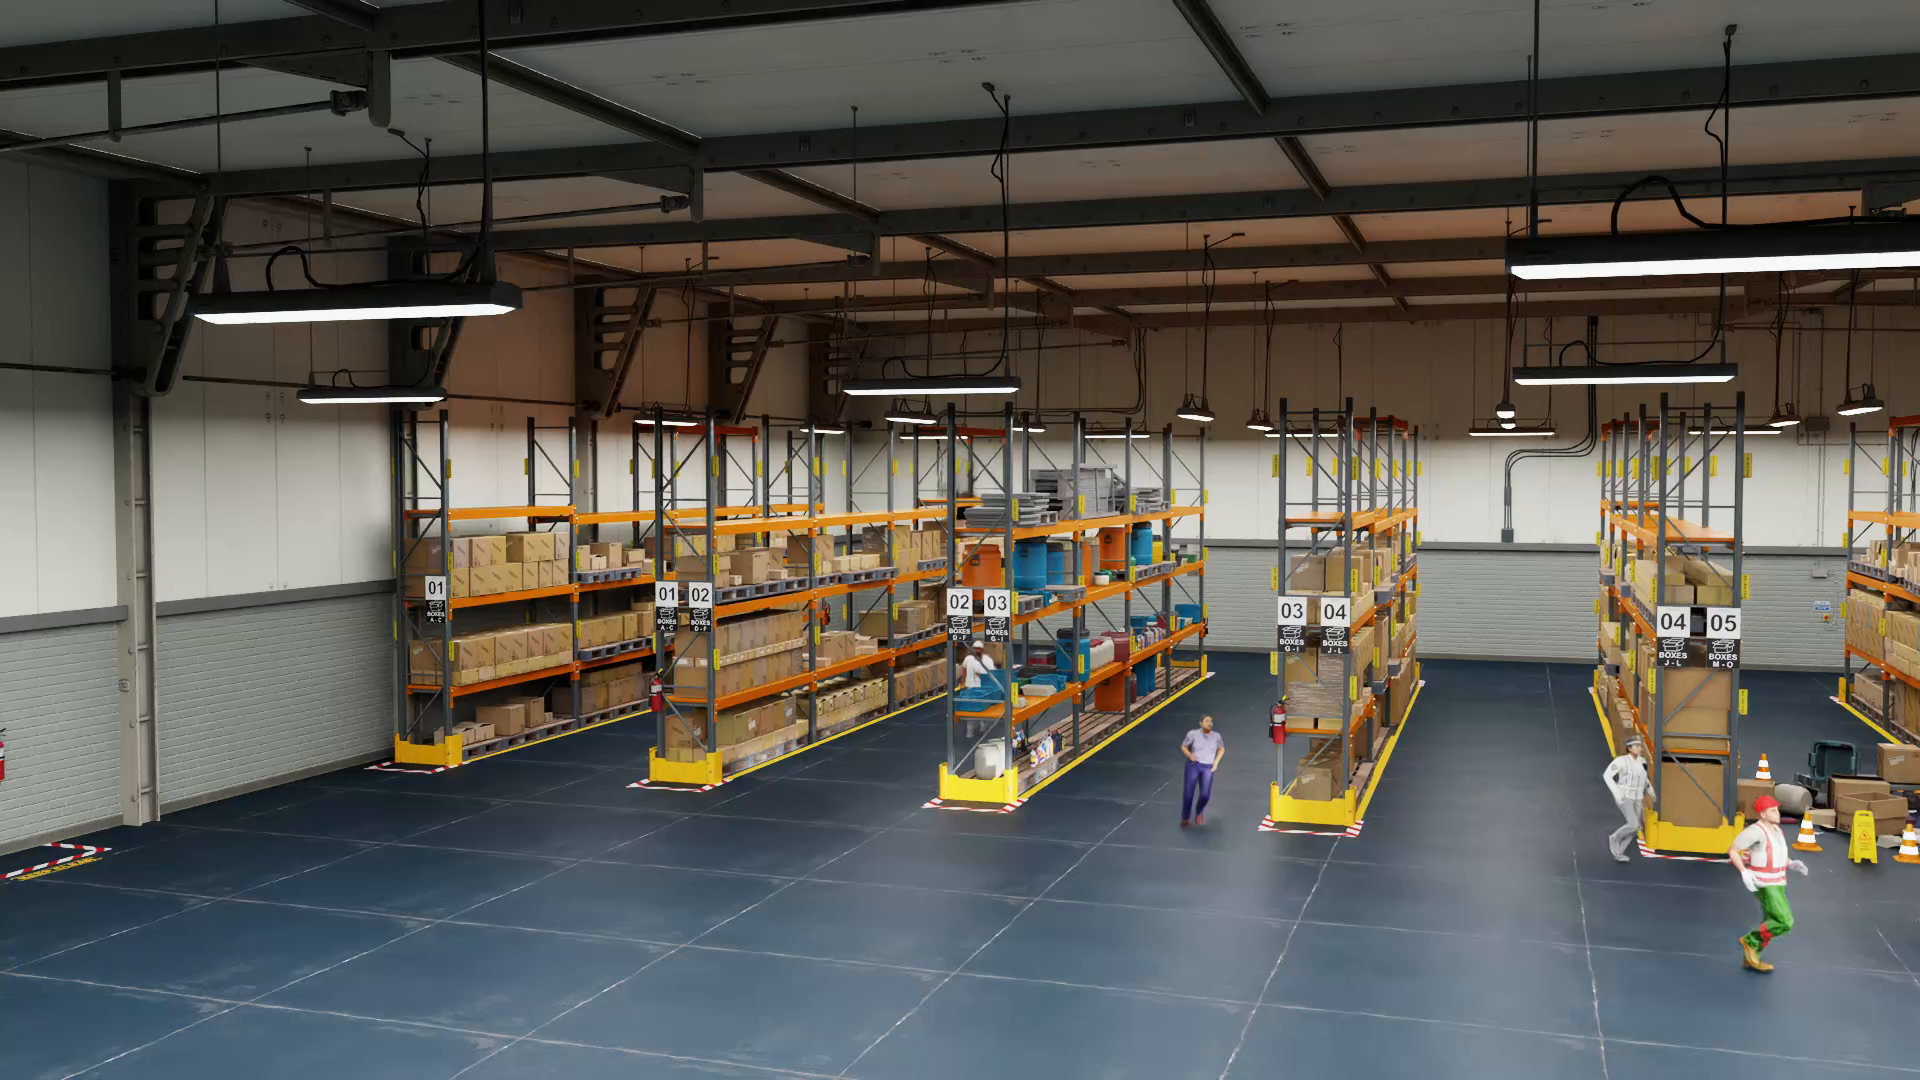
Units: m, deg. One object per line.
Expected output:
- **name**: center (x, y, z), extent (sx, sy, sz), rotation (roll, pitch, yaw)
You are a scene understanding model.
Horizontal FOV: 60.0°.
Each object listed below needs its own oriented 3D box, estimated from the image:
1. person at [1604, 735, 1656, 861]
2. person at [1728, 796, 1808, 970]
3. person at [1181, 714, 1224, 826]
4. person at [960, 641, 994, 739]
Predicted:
- **person**: center (8.525, 3.279, 21.089), extent (0.602, 1.634, 0.546), rotation (-1, 3, -19)
- **person**: center (8.031, 3.409, 16.437), extent (0.653, 1.741, 0.611), rotation (-2, 3, -38)
- **person**: center (3.386, 3.213, 23.186), extent (0.609, 1.578, 0.532), rotation (0, 2, 5)
- **person**: center (0.317, 2.792, 31.056), extent (0.671, 1.827, 0.757), rotation (1, 3, 13)
